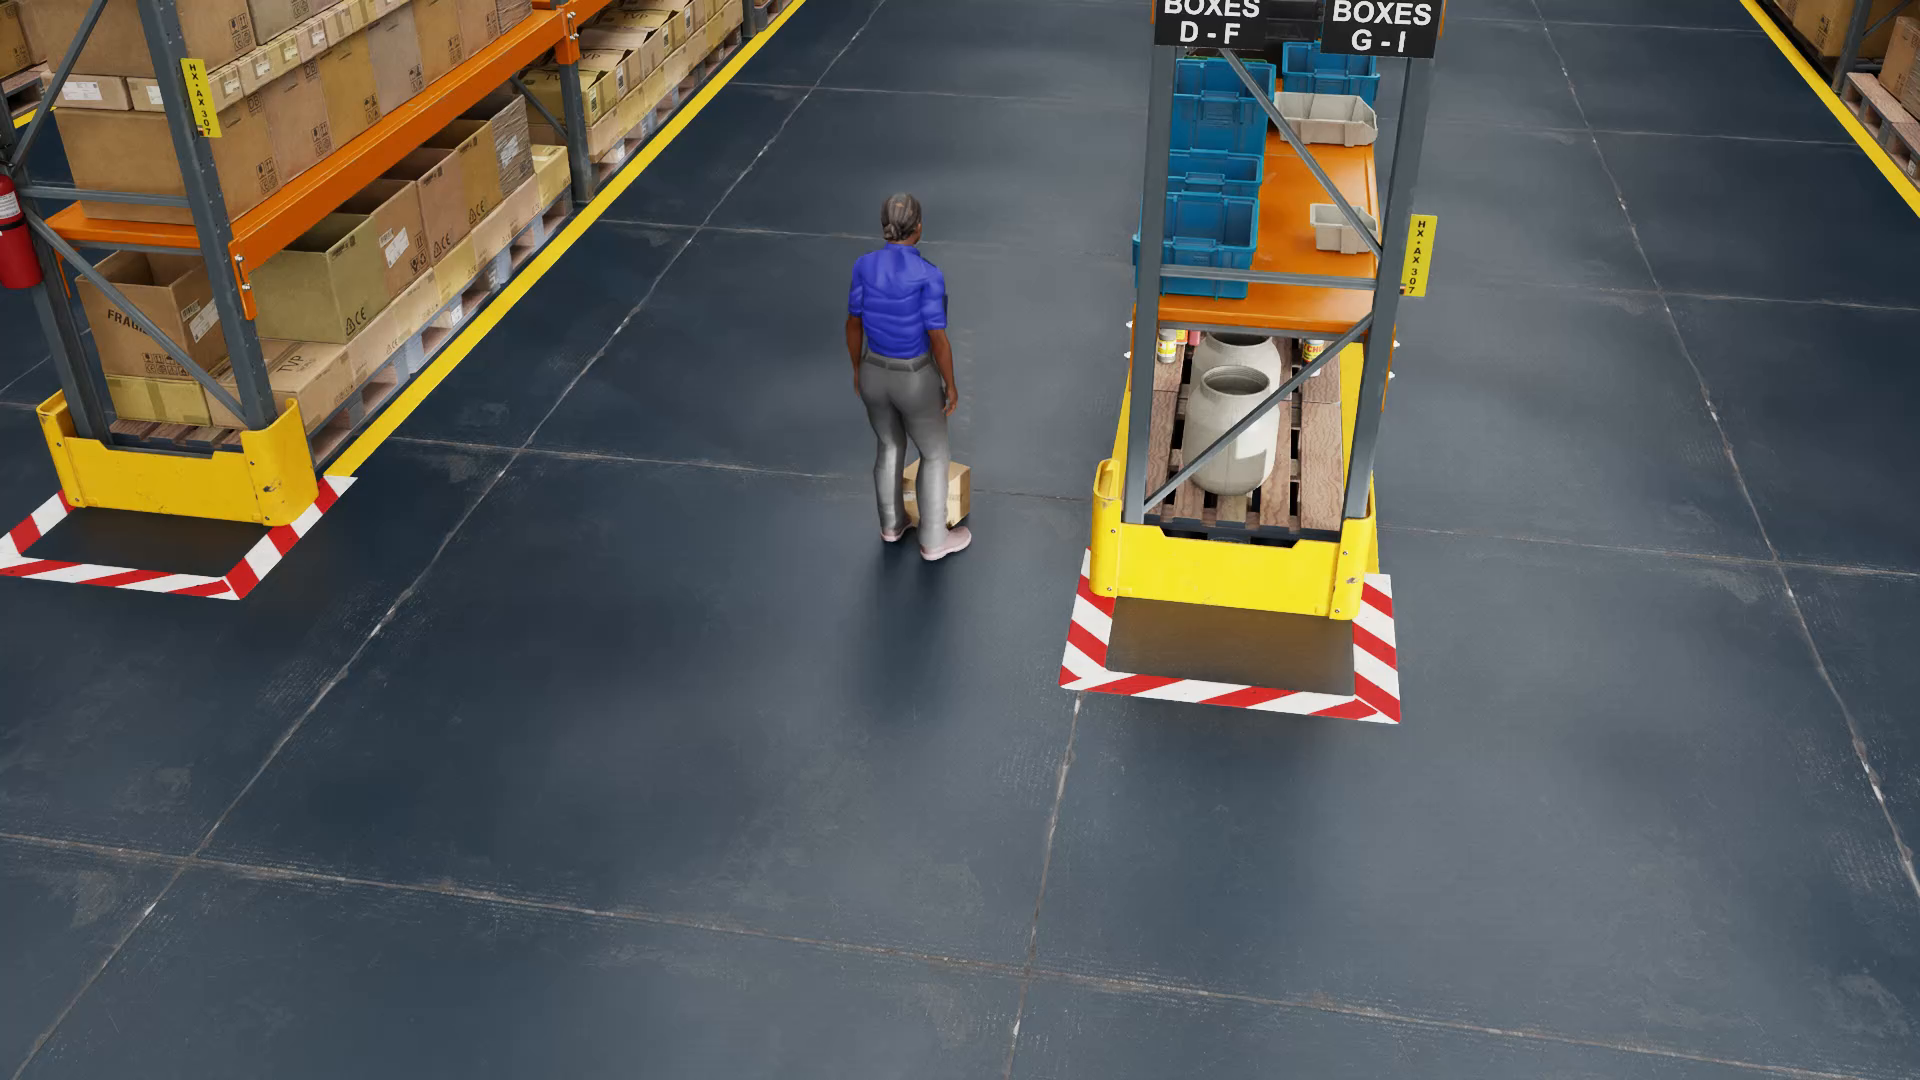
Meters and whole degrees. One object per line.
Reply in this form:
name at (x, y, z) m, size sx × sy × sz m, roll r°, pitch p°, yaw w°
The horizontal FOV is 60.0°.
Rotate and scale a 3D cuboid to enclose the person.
person at (-0.224, -0.706, 7.248) m, size 0.531 × 1.654 × 0.402 m, roll 15°, pitch 35°, yaw 22°
